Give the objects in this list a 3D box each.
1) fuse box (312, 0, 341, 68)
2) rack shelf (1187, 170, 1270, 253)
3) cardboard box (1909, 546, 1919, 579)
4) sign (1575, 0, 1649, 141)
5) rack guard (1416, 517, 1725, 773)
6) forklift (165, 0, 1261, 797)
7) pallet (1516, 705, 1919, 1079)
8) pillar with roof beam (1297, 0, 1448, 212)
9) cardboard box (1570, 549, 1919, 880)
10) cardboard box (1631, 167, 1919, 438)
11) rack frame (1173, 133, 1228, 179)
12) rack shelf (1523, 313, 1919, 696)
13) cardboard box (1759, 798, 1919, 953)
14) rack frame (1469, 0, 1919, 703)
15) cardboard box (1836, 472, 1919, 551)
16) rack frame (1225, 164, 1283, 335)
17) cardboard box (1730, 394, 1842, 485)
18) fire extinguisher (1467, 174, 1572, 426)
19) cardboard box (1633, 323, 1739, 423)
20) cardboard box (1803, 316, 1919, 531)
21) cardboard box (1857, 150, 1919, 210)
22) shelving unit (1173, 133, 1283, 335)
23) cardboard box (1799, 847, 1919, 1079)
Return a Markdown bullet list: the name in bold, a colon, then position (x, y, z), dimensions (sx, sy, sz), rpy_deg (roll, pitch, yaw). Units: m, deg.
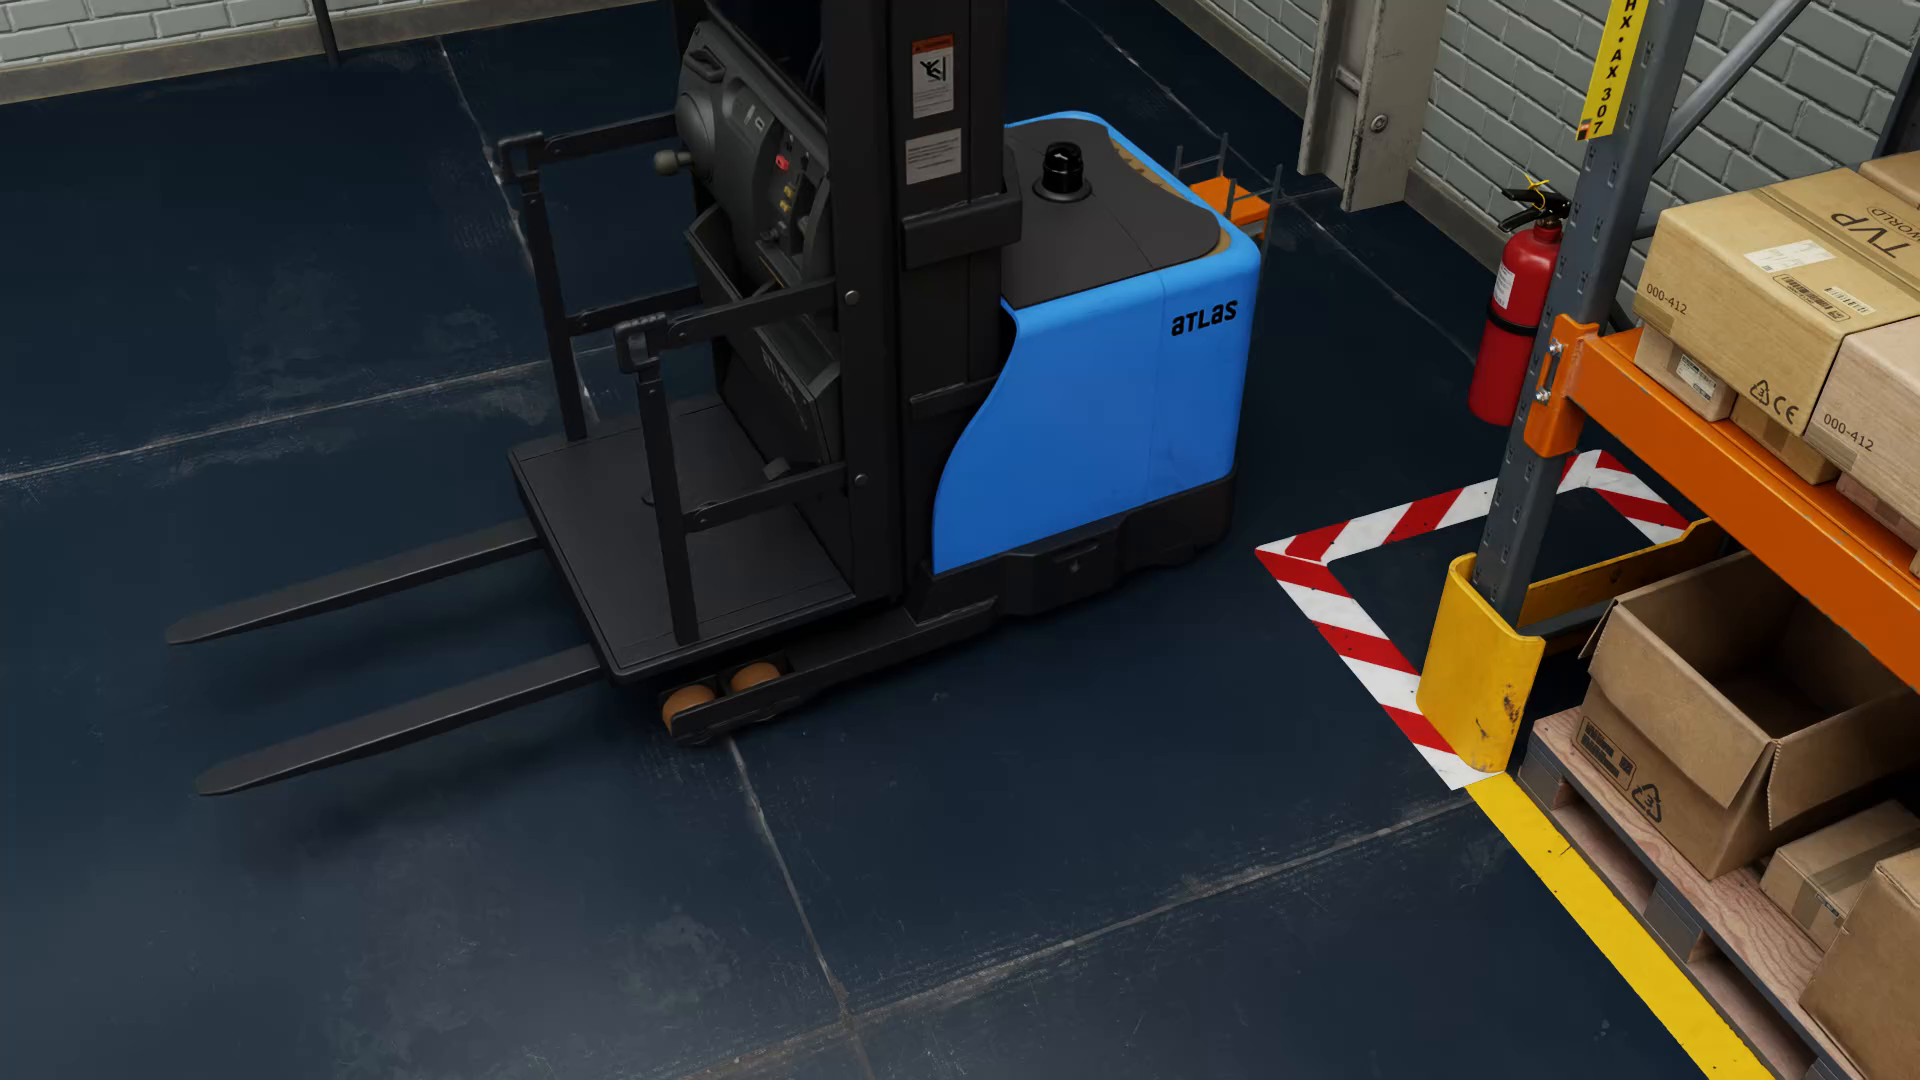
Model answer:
- **fuse box**: position (-2.918, -2.884, 7.291), dimensions (0.539, 1.711, 0.414), rpy_deg (-15, 43, -17)
- **rack shelf**: position (0.793, -0.952, 5.124), dimensions (0.215, 0.259, 0.240), rpy_deg (-21, 45, -28)
- **cardboard box**: position (2.034, 0.035, 3.102), dimensions (0.380, 0.149, 0.250), rpy_deg (-14, 43, -16)
- **sign**: position (1.348, -0.979, 3.424), dimensions (0.100, 0.325, 0.005), rpy_deg (-15, 43, -17)
- **rack guard**: position (1.878, 0.208, 4.625), dimensions (1.175, 0.500, 0.348), rpy_deg (-15, 43, -17)
- **forklift**: position (-0.706, -0.941, 4.097), dimensions (3.031, 2.935, 1.130), rpy_deg (-18, 44, -20)
- **pallet**: position (2.184, 0.797, 4.161), dimensions (1.003, 0.211, 1.213), rpy_deg (-15, 43, -17)
- **pillar with roof beam**: position (-2.327, -3.836, 2.809), dimensions (9.100, 9.000, 0.400), rpy_deg (-15, 43, -17)
- **cardboard box**: position (1.995, 0.393, 4.085), dimensions (0.797, 0.503, 0.637), rpy_deg (-17, 43, -19)
- **cardboard box**: position (1.774, -0.501, 3.419), dimensions (0.500, 0.250, 0.500), rpy_deg (-15, 43, -17)
- **rack frame**: position (0.711, -0.806, 5.372), dimensions (0.200, 1.050, 0.008), rpy_deg (-21, 45, -28)
- **rack shelf**: position (2.614, 0.692, 2.697), dimensions (1.077, 0.370, 4.000), rpy_deg (-15, 43, -17)
- **cardboard box**: position (2.122, 0.793, 3.891), dimensions (0.380, 0.149, 0.250), rpy_deg (-17, 43, -19)
- **rack frame**: position (1.849, -0.786, 3.863), dimensions (1.000, 3.000, 0.127), rpy_deg (-15, 43, -17)
- **cardboard box**: position (1.994, -0.133, 3.297), dimensions (0.380, 0.149, 0.250), rpy_deg (-16, 43, -17)
- **rack frame**: position (0.848, -0.674, 5.219), dimensions (0.200, 1.050, 0.008), rpy_deg (-21, 45, -28)
- **cardboard box**: position (1.861, -0.283, 3.471), dimensions (0.380, 0.149, 0.250), rpy_deg (-14, 43, -16)
- **fire extinguisher**: position (1.366, -0.589, 3.979), dimensions (0.296, 0.674, 0.183), rpy_deg (-15, 43, -17)
- **cardboard box**: position (1.721, -0.424, 3.636), dimensions (0.380, 0.149, 0.250), rpy_deg (-15, 43, -17)
- **cardboard box**: position (1.967, -0.198, 3.066), dimensions (0.500, 0.250, 0.500), rpy_deg (-15, 43, -16)
- **cardboard box**: position (2.270, -0.631, 3.570), dimensions (0.500, 0.250, 0.500), rpy_deg (-14, 43, -16)
- **shelving unit**: position (0.780, -0.740, 5.296), dimensions (0.215, 1.050, 0.252), rpy_deg (-21, 45, -28)
- **cardboard box**: position (2.287, 0.919, 3.476), dimensions (0.700, 0.500, 0.500), rpy_deg (-13, 42, -15)
